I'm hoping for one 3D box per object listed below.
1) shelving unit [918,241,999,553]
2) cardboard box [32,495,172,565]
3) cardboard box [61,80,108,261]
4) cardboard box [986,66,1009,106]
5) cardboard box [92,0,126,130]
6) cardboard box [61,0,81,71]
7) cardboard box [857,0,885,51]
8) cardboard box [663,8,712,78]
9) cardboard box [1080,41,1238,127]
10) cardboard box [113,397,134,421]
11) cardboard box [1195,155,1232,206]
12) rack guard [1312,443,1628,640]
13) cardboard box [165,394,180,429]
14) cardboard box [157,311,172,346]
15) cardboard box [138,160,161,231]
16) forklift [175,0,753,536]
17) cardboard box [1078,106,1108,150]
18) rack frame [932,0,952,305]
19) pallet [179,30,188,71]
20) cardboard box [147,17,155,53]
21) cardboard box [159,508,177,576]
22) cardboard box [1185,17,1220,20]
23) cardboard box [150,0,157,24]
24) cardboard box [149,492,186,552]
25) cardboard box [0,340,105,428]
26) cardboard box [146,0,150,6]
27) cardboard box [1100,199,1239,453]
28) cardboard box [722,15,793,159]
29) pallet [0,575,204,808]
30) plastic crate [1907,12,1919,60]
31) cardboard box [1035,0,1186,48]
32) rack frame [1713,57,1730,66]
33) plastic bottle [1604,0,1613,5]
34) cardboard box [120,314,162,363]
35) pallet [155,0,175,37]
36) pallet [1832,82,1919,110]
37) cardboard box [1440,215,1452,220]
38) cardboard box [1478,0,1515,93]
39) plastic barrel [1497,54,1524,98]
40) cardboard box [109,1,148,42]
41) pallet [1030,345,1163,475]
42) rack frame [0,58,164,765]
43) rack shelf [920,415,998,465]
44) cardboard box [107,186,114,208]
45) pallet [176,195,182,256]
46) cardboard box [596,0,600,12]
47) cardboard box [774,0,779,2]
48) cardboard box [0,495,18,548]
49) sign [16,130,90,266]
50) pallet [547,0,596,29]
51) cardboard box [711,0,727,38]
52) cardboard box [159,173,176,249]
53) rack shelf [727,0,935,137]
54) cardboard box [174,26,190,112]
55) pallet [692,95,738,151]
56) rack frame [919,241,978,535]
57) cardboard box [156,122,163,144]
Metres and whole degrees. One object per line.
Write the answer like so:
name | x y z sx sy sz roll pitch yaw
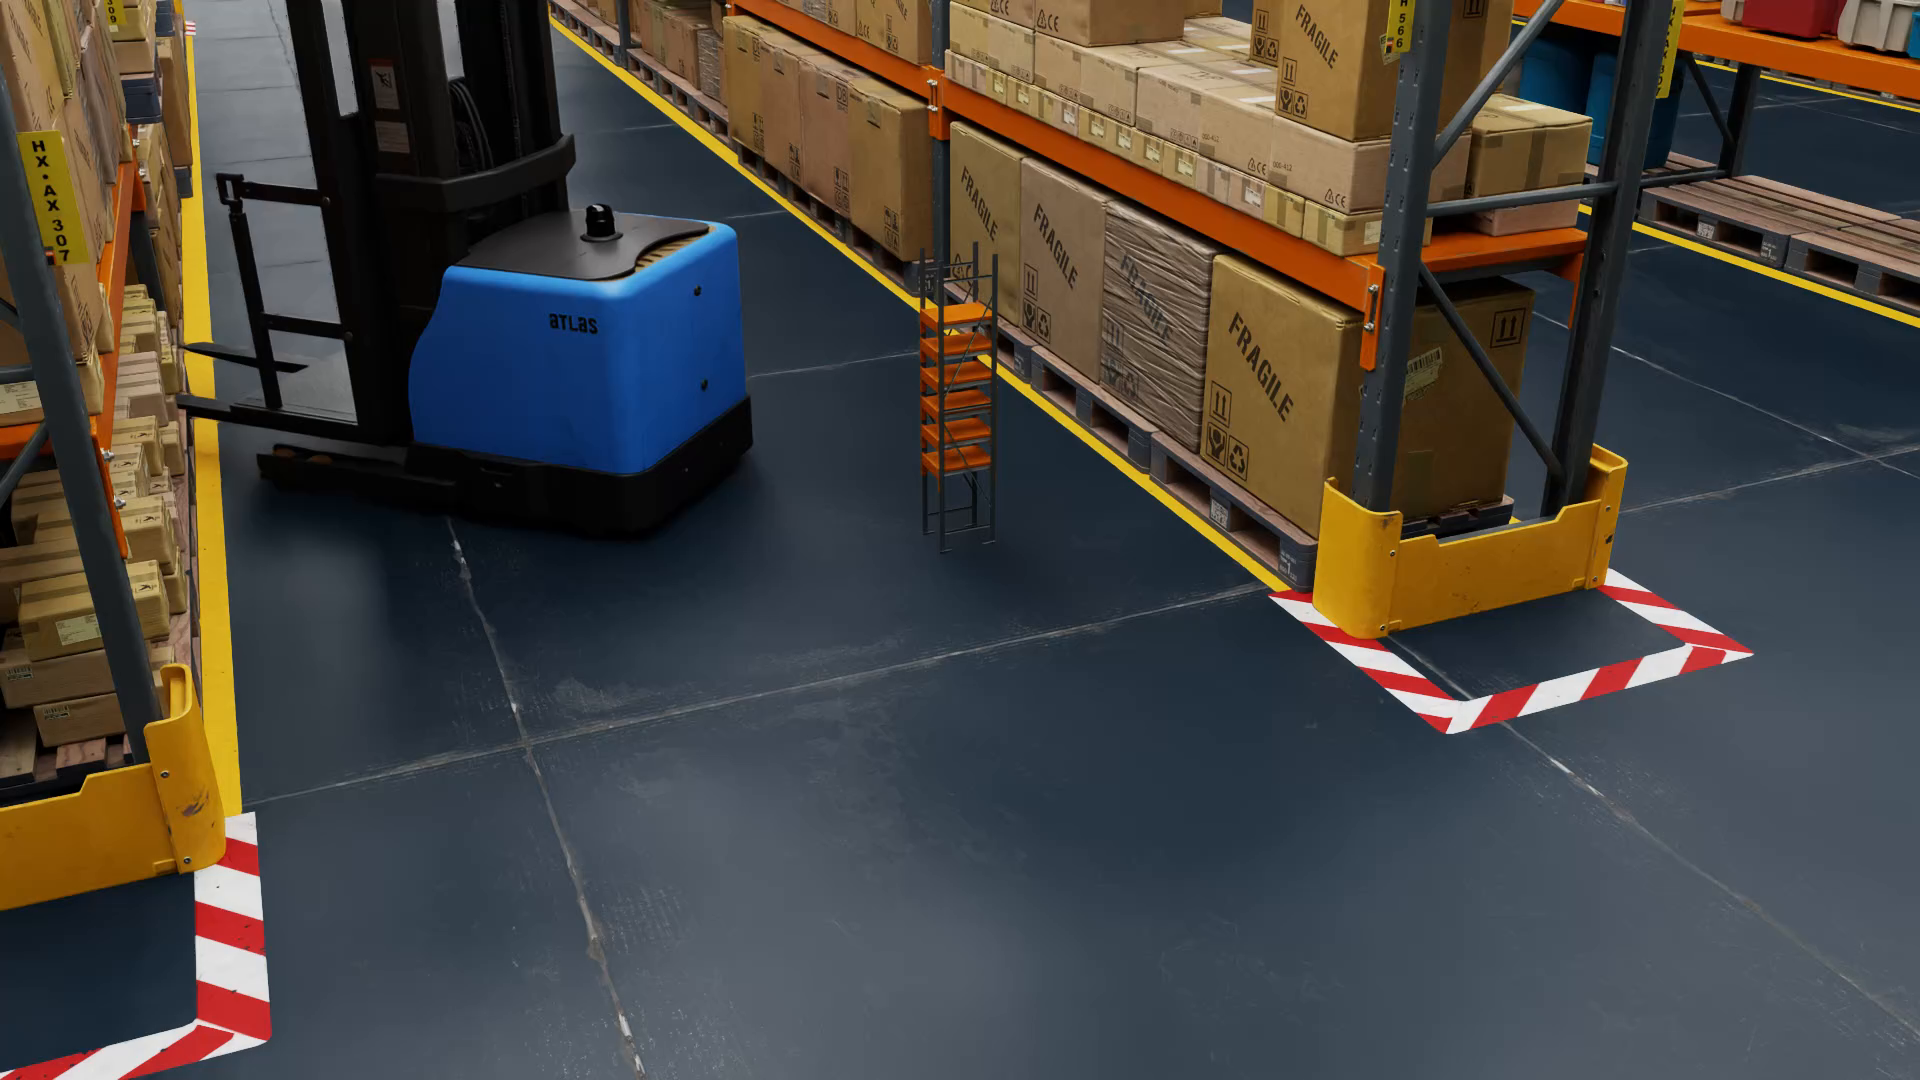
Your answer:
shelving unit | -0.006 -0.545 6.499 0.258 1.200 0.189 -11 28 -21
cardboard box | -2.797 -0.005 5.435 0.380 0.149 0.250 -11 28 -21
cardboard box | -3.040 -1.165 5.265 0.500 0.500 0.500 -10 28 -20
cardboard box | 0.348 -2.271 8.268 0.380 0.149 0.250 -10 28 -19
cardboard box | -3.822 -1.993 6.960 0.500 0.500 0.500 -11 28 -21
cardboard box | -3.226 -1.823 5.471 0.500 0.500 0.500 -12 28 -22
cardboard box | -0.290 -3.160 9.690 0.500 0.500 0.500 -10 28 -19
cardboard box | -2.192 -4.403 14.698 0.700 0.500 0.500 -13 29 -25
cardboard box | 0.859 -1.994 7.247 0.500 0.250 0.500 -11 28 -21
cardboard box | -3.318 -0.404 6.251 0.380 0.149 0.250 -11 28 -20
cardboard box | 1.158 -1.440 6.566 0.380 0.149 0.250 -10 28 -20
rack guard | 1.908 -0.025 6.231 1.175 0.500 0.348 -11 28 -21
cardboard box | -3.617 -0.554 7.237 0.380 0.149 0.250 -12 28 -22
cardboard box | -3.856 -0.930 7.667 0.380 0.149 0.250 -10 28 -20
cardboard box | -4.318 -1.707 8.343 0.500 0.250 0.500 -12 28 -23
forklift | -2.502 -1.723 6.938 3.031 2.935 1.130 9 27 18
cardboard box | 0.753 -1.854 7.415 0.380 0.149 0.250 -11 28 -22
rack frame | 0.332 -2.772 9.010 1.000 3.000 0.127 -11 28 -21
pallet | -8.112 -4.751 16.241 1.003 0.211 1.213 -11 28 -21
cardboard box | -4.211 -2.487 8.233 0.380 0.149 0.250 -10 28 -20
cardboard box | -2.907 0.031 5.700 0.380 0.149 0.250 -10 28 -19
cardboard box | 0.951 -2.497 8.278 0.500 0.250 0.500 -10 28 -19
cardboard box | -4.615 -2.903 9.085 0.380 0.149 0.250 -12 28 -23
cardboard box | -3.102 -0.035 6.174 0.380 0.149 0.250 -12 28 -23
cardboard box | -2.530 -0.420 4.479 0.380 0.149 0.250 -11 28 -21
cardboard box | -4.417 -2.830 8.597 0.380 0.149 0.250 -9 28 -19
cardboard box | 1.218 -1.004 7.330 0.875 0.875 0.875 -11 28 -21
cardboard box | -0.984 -3.339 12.113 1.225 0.875 0.875 -12 28 -23
pallet | -3.021 0.542 5.399 1.003 0.211 1.213 -11 28 -21
plastic crate | 5.415 -2.745 9.077 0.416 0.233 0.300 -11 28 -21
cardboard box | 0.678 -2.529 7.488 0.500 0.500 0.500 -11 28 -22
rack frame | 7.882 -6.088 15.800 1.000 3.000 0.127 -11 28 -21
plastic bottle | 4.367 -3.680 11.095 0.097 0.201 0.097 0 26 0
cardboard box | -3.652 -0.842 7.147 0.380 0.149 0.250 -11 28 -21
pallet | -5.461 -3.220 10.145 1.213 0.211 1.003 -11 28 -21
pallet | 8.613 -4.035 14.774 1.003 0.211 1.213 -11 28 -21
cardboard box | 1.961 -1.348 6.379 0.380 0.149 0.250 -11 28 -21
cardboard box | 1.763 -2.003 6.411 0.500 0.500 0.500 -11 28 -22
plastic barrel | 4.276 -3.446 12.746 0.421 0.512 0.421 0 26 0
cardboard box | -4.003 -2.409 7.733 0.380 0.149 0.250 -10 28 -20
pallet | 1.039 -0.706 7.955 1.003 0.211 1.213 -11 28 -21
rack frame | -2.705 -0.346 4.040 1.000 3.000 0.127 -11 28 -21
rack shelf | -0.006 -0.397 6.571 0.258 0.103 0.180 -11 28 -21
cardboard box | -3.481 -1.357 6.397 0.380 0.149 0.250 -12 28 -23
pallet | -5.533 -2.007 10.620 1.003 0.211 1.213 -11 28 -21
cardboard box | -3.645 -5.936 17.859 0.500 0.500 0.500 -8 27 -16
cardboard box | -1.091 -3.981 11.372 0.500 0.500 0.500 -11 28 -22
cardboard box | -3.706 -0.057 6.218 0.380 0.149 0.250 -10 28 -19
sign | -2.206 -0.829 4.042 0.100 0.325 0.005 -11 28 -21
pallet | -4.052 -5.999 18.796 1.003 0.211 1.213 -11 28 -21
cardboard box | -1.742 -4.276 13.583 0.500 0.250 0.500 -7 27 -15
cardboard box | -4.743 -1.793 9.374 0.500 0.500 0.500 -10 28 -20
rack shelf | -0.451 -3.257 10.821 1.077 0.370 4.000 -11 28 -21
cardboard box | -6.704 -3.743 13.083 1.050 0.750 0.750 -11 28 -21
pallet | -1.539 -3.450 13.575 1.003 0.211 1.213 -11 28 -21
rack frame | -0.042 -0.582 6.574 0.240 1.200 0.006 -11 28 -21
cardboard box | -5.121 -2.545 10.060 0.500 0.250 0.500 -10 28 -20
